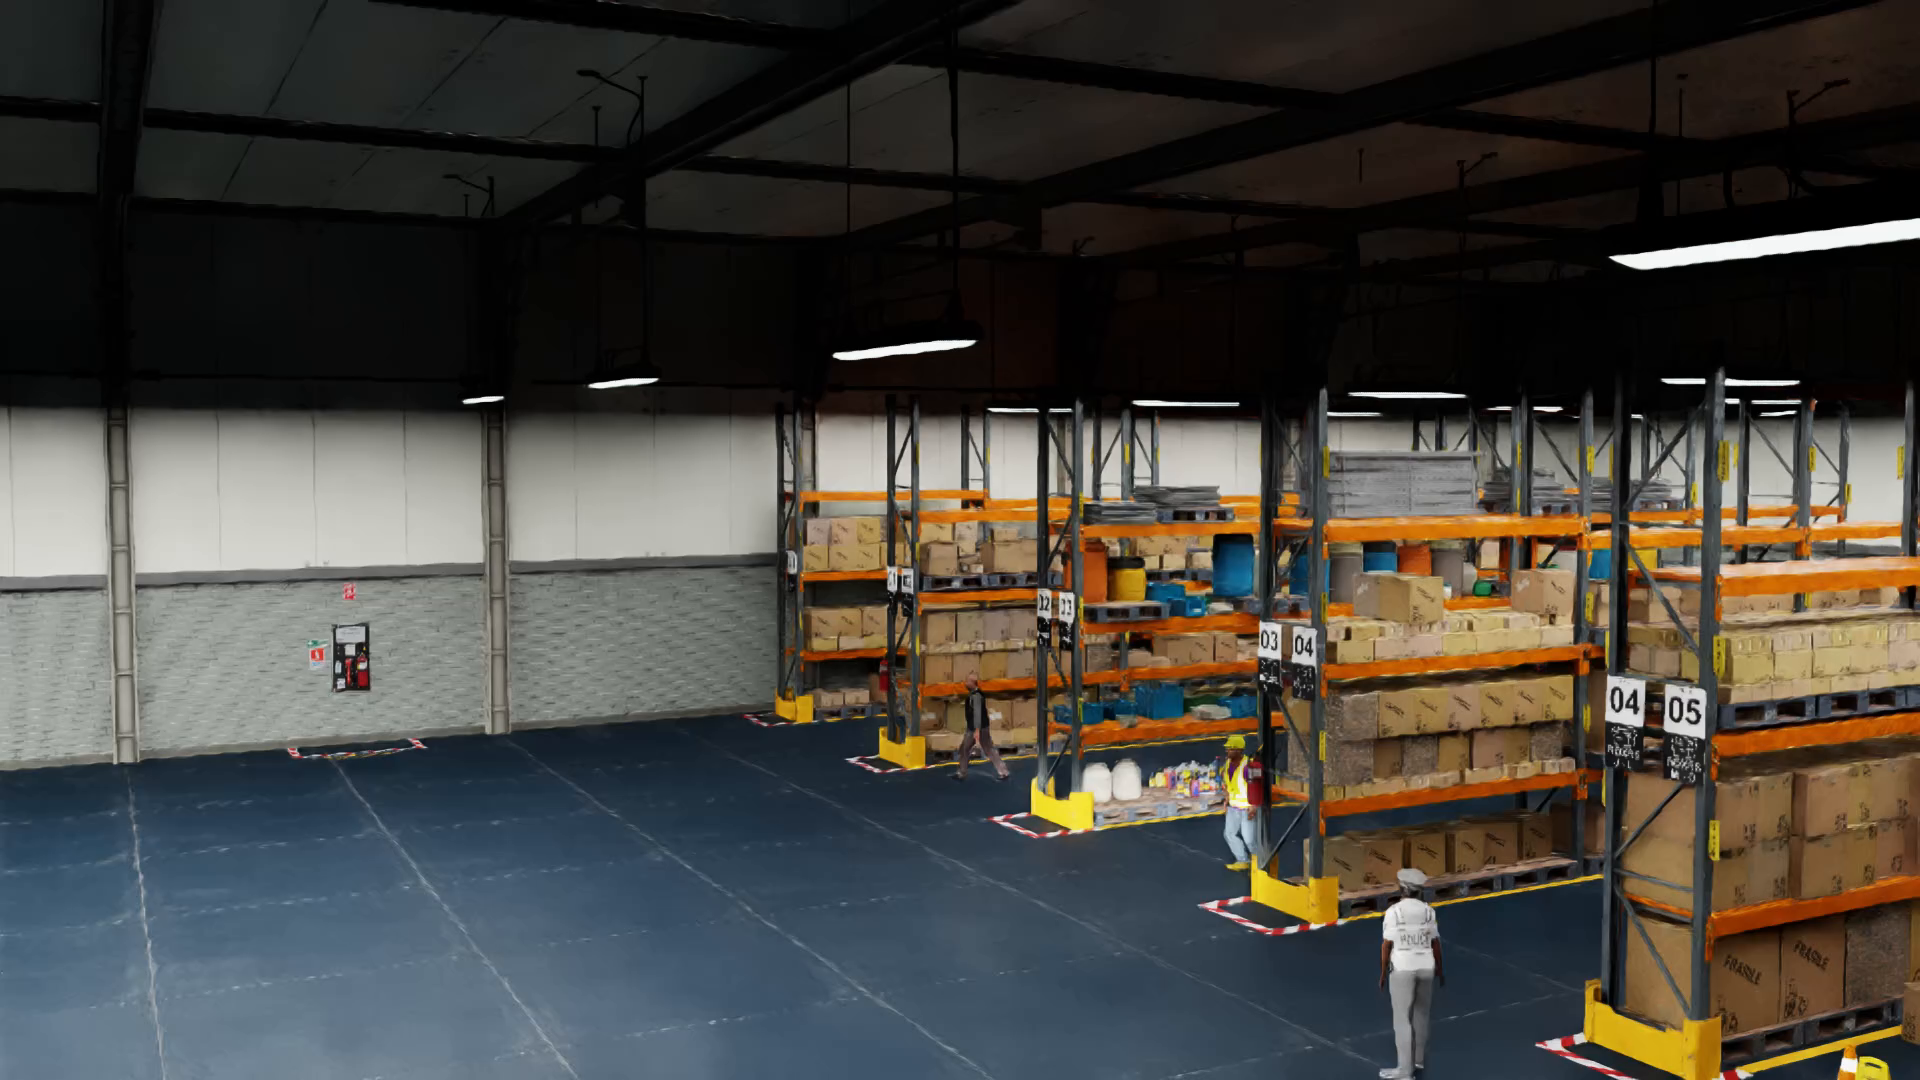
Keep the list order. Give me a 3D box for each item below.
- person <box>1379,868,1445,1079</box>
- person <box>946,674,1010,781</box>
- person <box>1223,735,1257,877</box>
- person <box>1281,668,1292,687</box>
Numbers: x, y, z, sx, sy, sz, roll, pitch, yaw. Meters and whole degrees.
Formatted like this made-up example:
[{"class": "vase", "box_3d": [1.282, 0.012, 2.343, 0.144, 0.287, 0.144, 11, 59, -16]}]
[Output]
[{"class": "person", "box_3d": [3.696, 3.542, 13.664, 0.601, 1.662, 0.556, -1, 3, -14]}, {"class": "person", "box_3d": [0.277, 2.890, 25.575, 0.961, 1.676, 0.576, 0, 3, -5]}, {"class": "person", "box_3d": [3.391, 3.185, 19.970, 0.578, 1.714, 0.719, -2, 4, -29]}, {"class": "person", "box_3d": [6.554, 2.450, 32.806, 1.119, 1.700, 0.543, -2, 4, -30]}]
